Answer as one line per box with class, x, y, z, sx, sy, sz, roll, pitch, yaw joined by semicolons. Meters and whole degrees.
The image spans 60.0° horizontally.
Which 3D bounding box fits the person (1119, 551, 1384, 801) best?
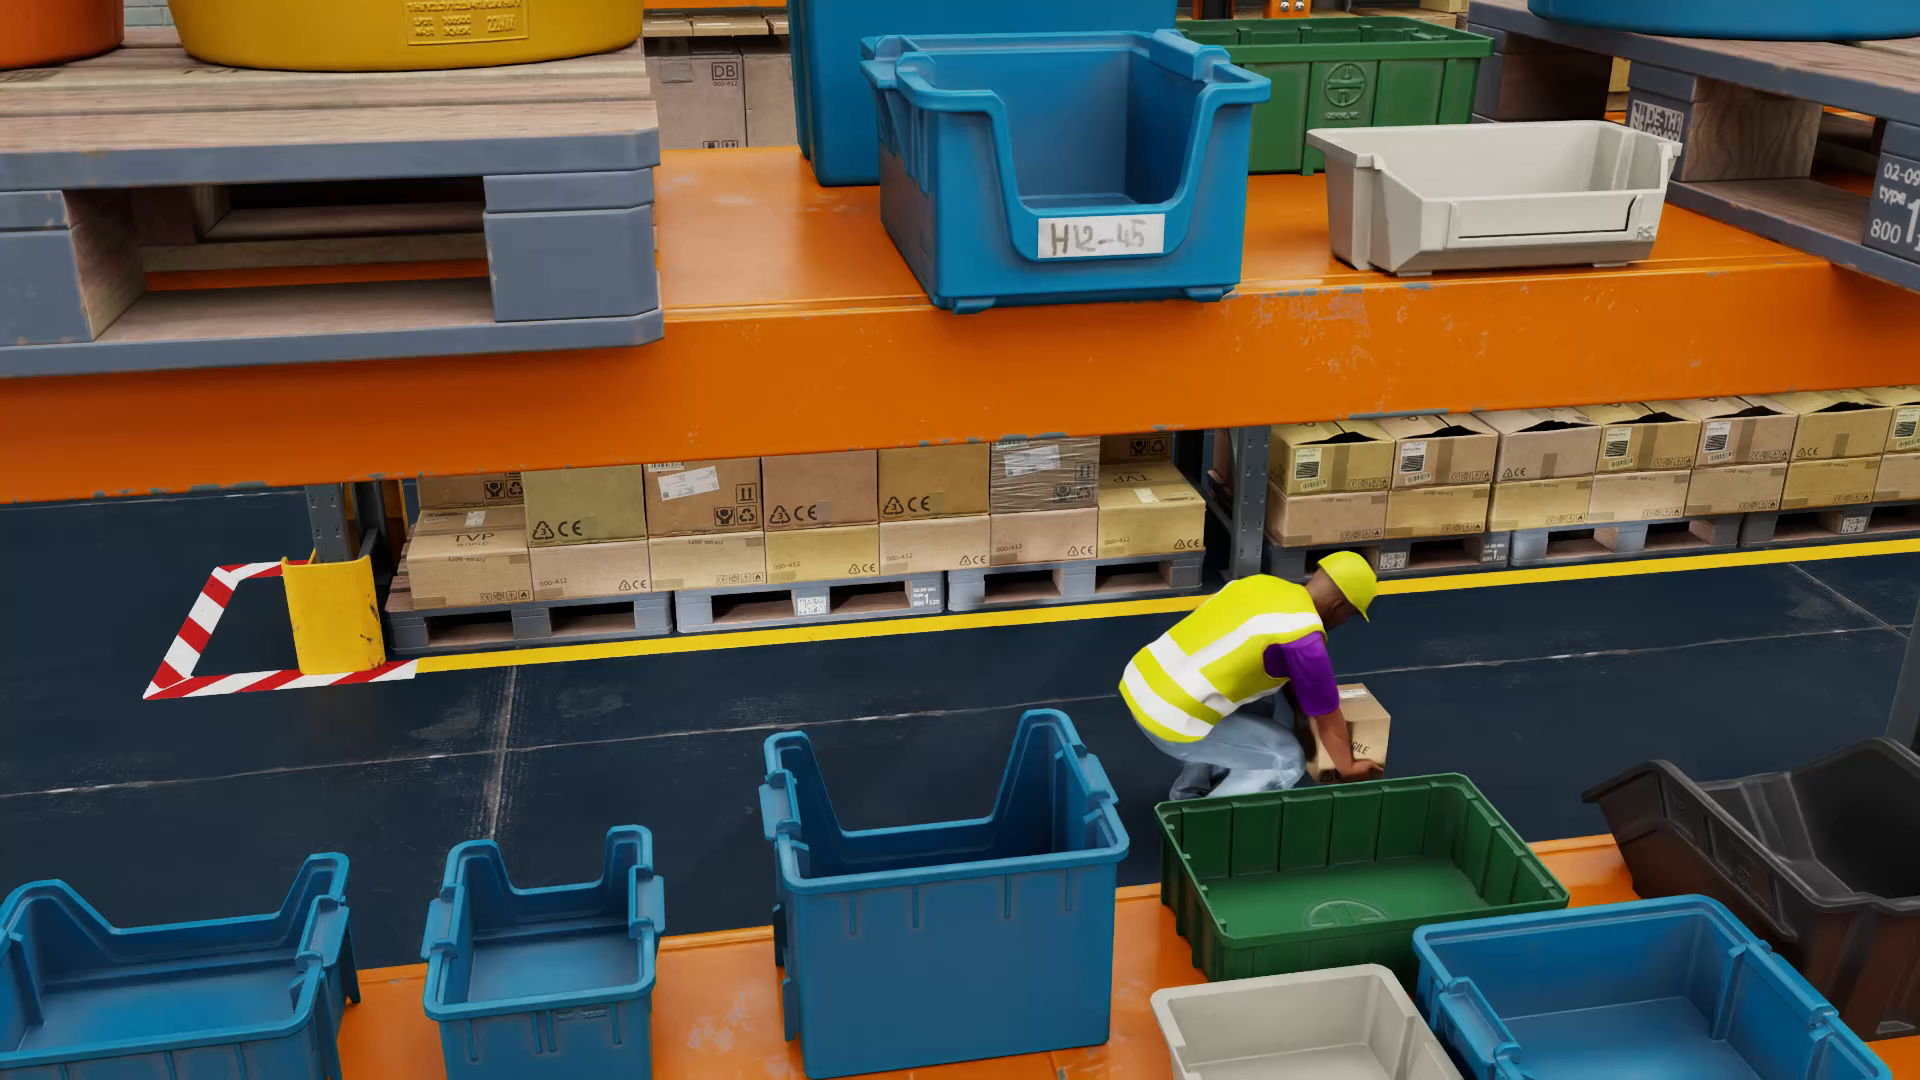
person;1.006;0.541;5.776;0.914;1.009;0.537;-5;24;-11
